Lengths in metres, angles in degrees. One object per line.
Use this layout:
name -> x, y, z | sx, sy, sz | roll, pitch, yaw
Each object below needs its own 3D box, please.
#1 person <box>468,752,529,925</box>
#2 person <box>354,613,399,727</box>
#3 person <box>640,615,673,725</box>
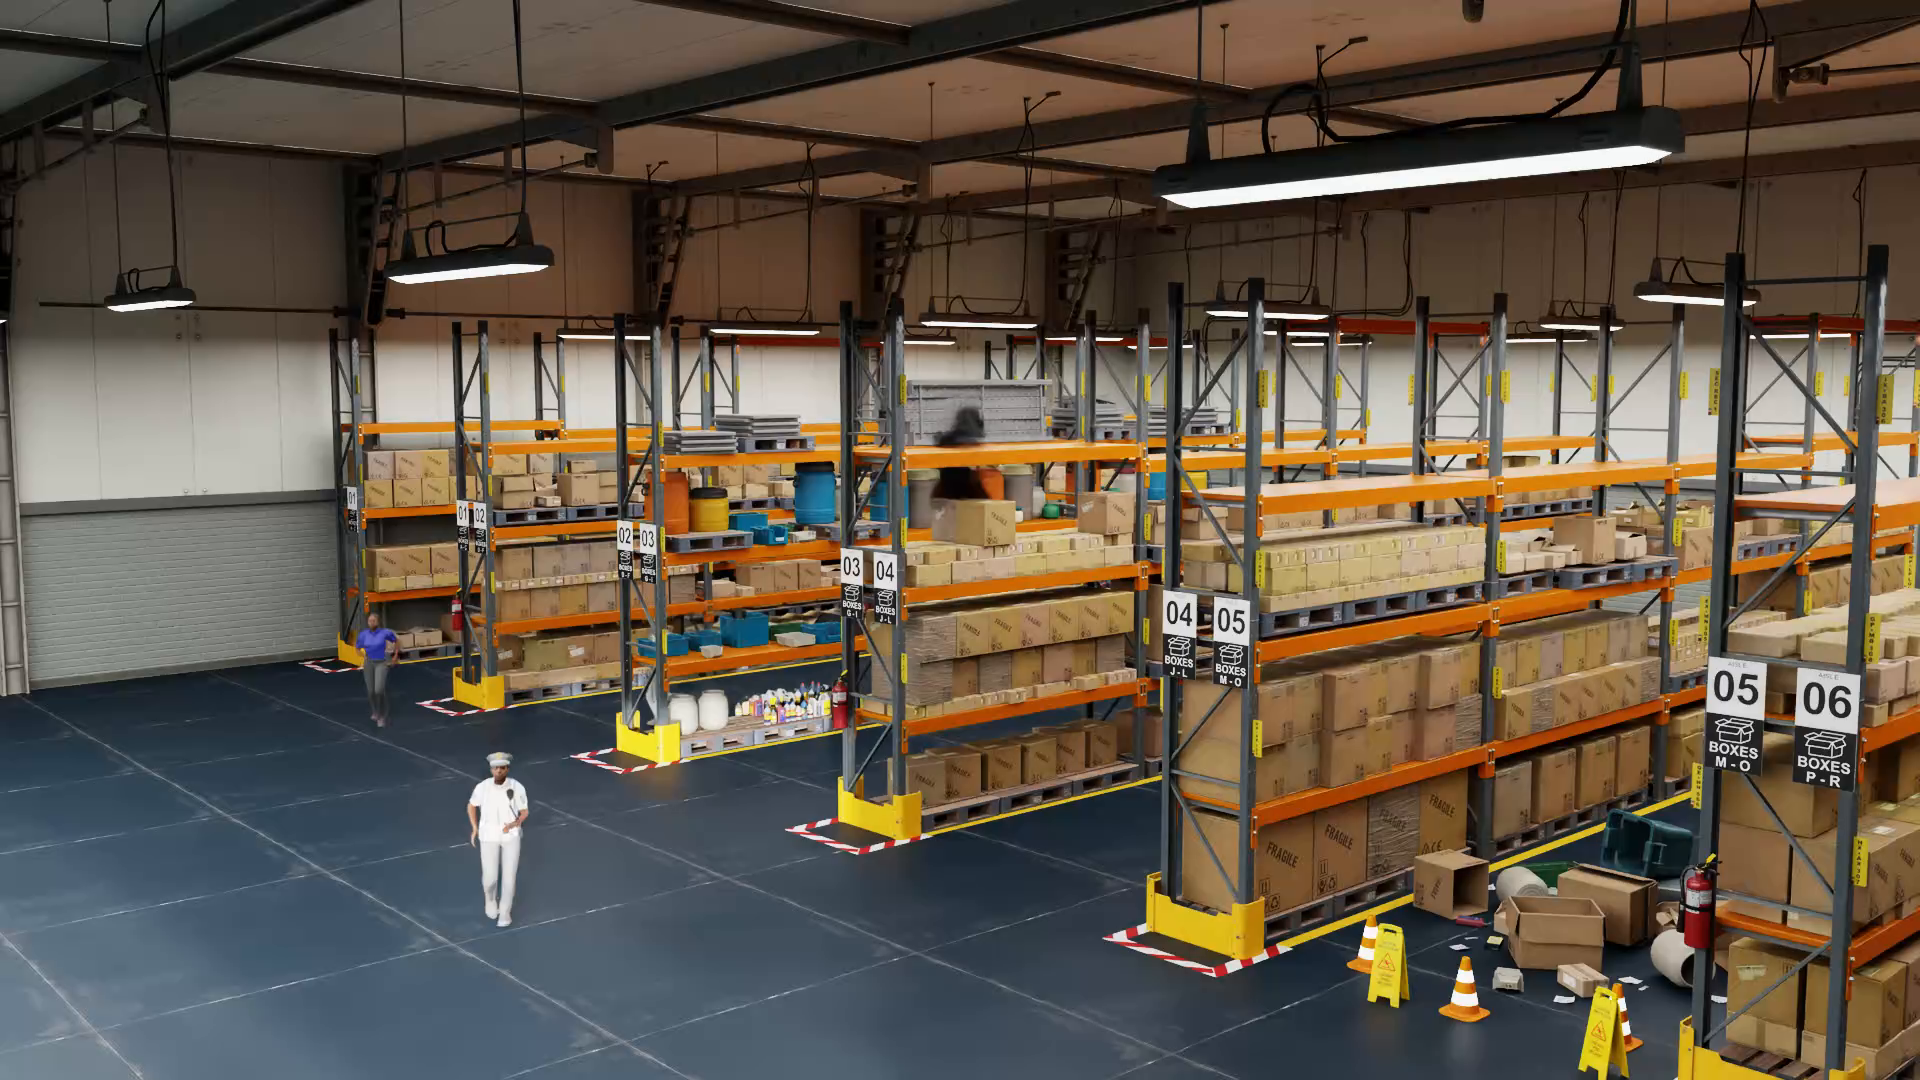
person -> -4.306, 2.801, 15.530 | 0.560, 1.659, 0.576 | -2, 6, -15
person -> -8.635, 1.934, 24.619 | 0.589, 1.728, 0.745 | -1, 6, -6
person -> -4.416, 1.908, 24.626 | 0.667, 1.644, 0.565 | 5, 8, 44
